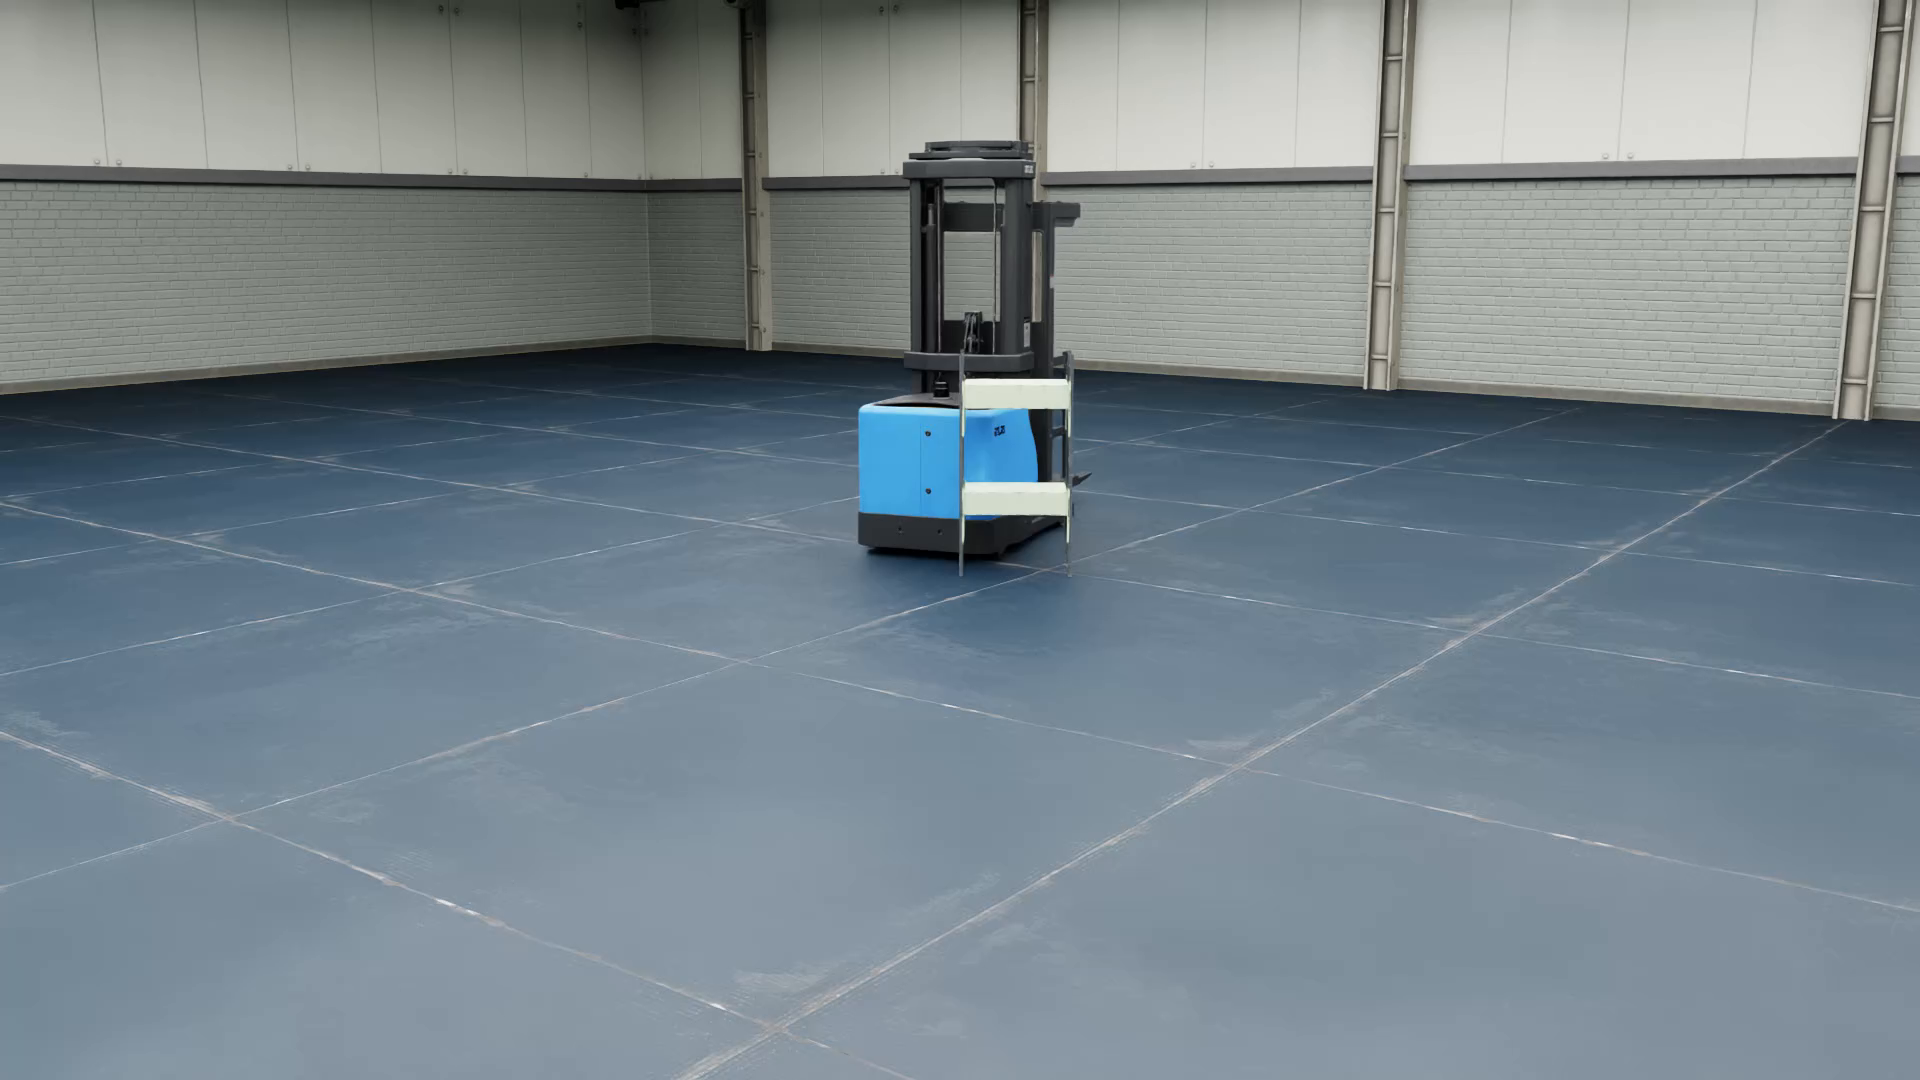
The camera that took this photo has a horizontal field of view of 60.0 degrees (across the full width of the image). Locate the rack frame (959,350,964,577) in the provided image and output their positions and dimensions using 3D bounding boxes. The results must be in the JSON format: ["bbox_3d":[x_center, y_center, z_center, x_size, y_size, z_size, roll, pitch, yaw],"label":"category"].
[{"bbox_3d":[0.010,-0.525,11.293,0.023,1.500,0.400,0,11,1],"label":"rack frame"}]

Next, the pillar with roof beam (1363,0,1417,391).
[{"bbox_3d":[3.430,-5.908,19.376,0.400,9.000,9.100,8,13,36],"label":"pillar with roof beam"}]

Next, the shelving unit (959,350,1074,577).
[{"bbox_3d":[0.376,-0.523,11.287,0.755,1.500,0.431,0,11,1],"label":"shelving unit"}]

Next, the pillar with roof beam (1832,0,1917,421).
[{"bbox_3d":[8.266,-5.233,15.889,0.400,9.000,9.100,8,13,36],"label":"pillar with roof beam"}]

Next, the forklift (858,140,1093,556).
[{"bbox_3d":[0.277,-1.566,12.907,1.130,2.935,3.031,4,12,21],"label":"forklift"}]

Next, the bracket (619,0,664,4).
[{"bbox_3d":[-5.672,-9.876,30.409,3.189,0.066,0.076,8,13,36],"label":"bracket"}]

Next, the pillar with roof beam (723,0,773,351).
[{"bbox_3d":[-6.242,-7.257,26.350,0.548,9.000,9.100,8,13,36],"label":"pillar with roof beam"}]

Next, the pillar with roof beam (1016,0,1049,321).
[{"bbox_3d":[-1.406,-6.583,22.863,0.400,9.000,9.100,8,13,36],"label":"pillar with roof beam"}]

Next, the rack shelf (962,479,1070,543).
[{"bbox_3d":[0.376,-0.203,11.349,0.720,0.370,0.431,0,11,1],"label":"rack shelf"}]

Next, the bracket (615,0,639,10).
[{"bbox_3d":[-6.148,-9.942,30.752,0.430,0.232,0.235,8,13,36],"label":"bracket"}]

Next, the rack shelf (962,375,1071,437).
[{"bbox_3d":[0.376,-0.907,11.213,0.720,0.370,0.431,0,11,1],"label":"rack shelf"}]

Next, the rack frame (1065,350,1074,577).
[{"bbox_3d":[0.742,-0.522,11.281,0.023,1.500,0.400,0,11,1],"label":"rack frame"}]
